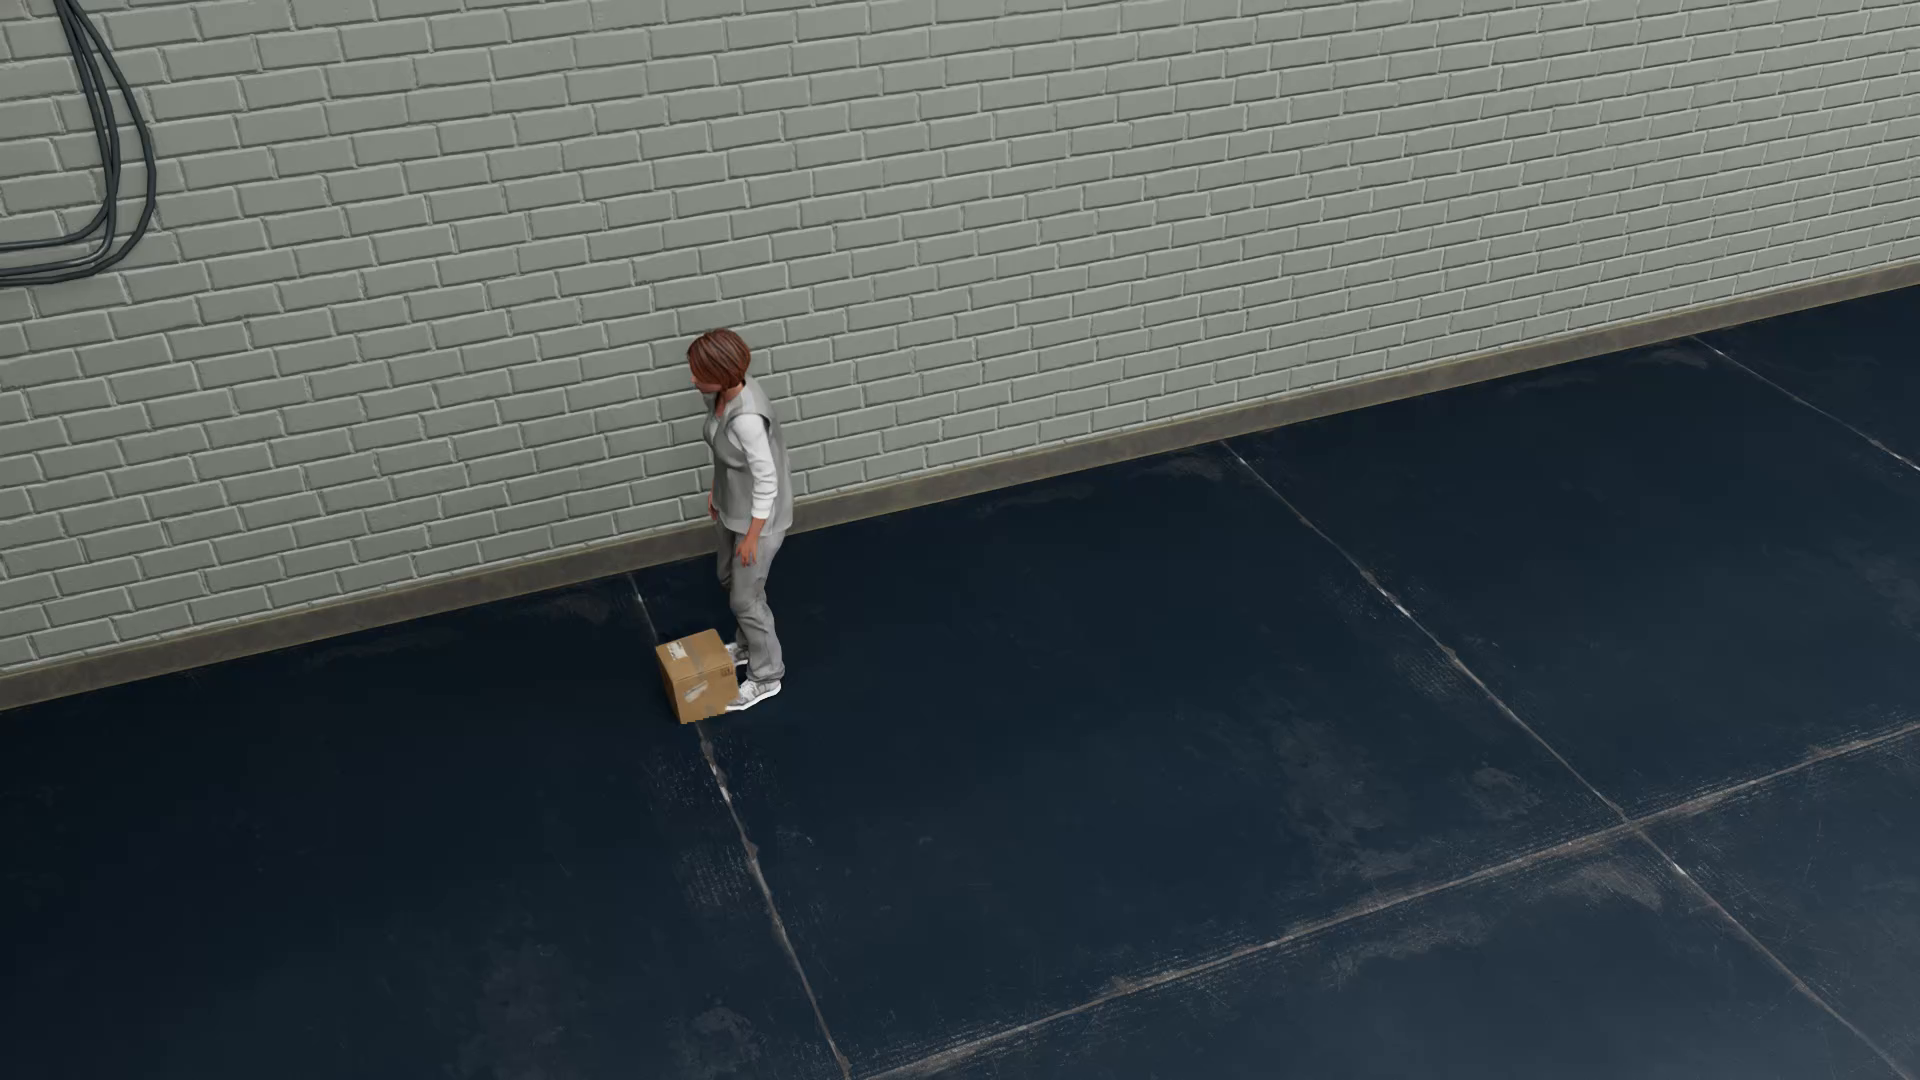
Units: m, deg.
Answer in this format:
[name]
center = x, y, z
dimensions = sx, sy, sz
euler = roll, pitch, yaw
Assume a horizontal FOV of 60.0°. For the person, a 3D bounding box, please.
[person]
center = -0.825, -0.083, 6.274
dimensions = 0.374, 1.594, 0.460
euler = -14, 37, -20
